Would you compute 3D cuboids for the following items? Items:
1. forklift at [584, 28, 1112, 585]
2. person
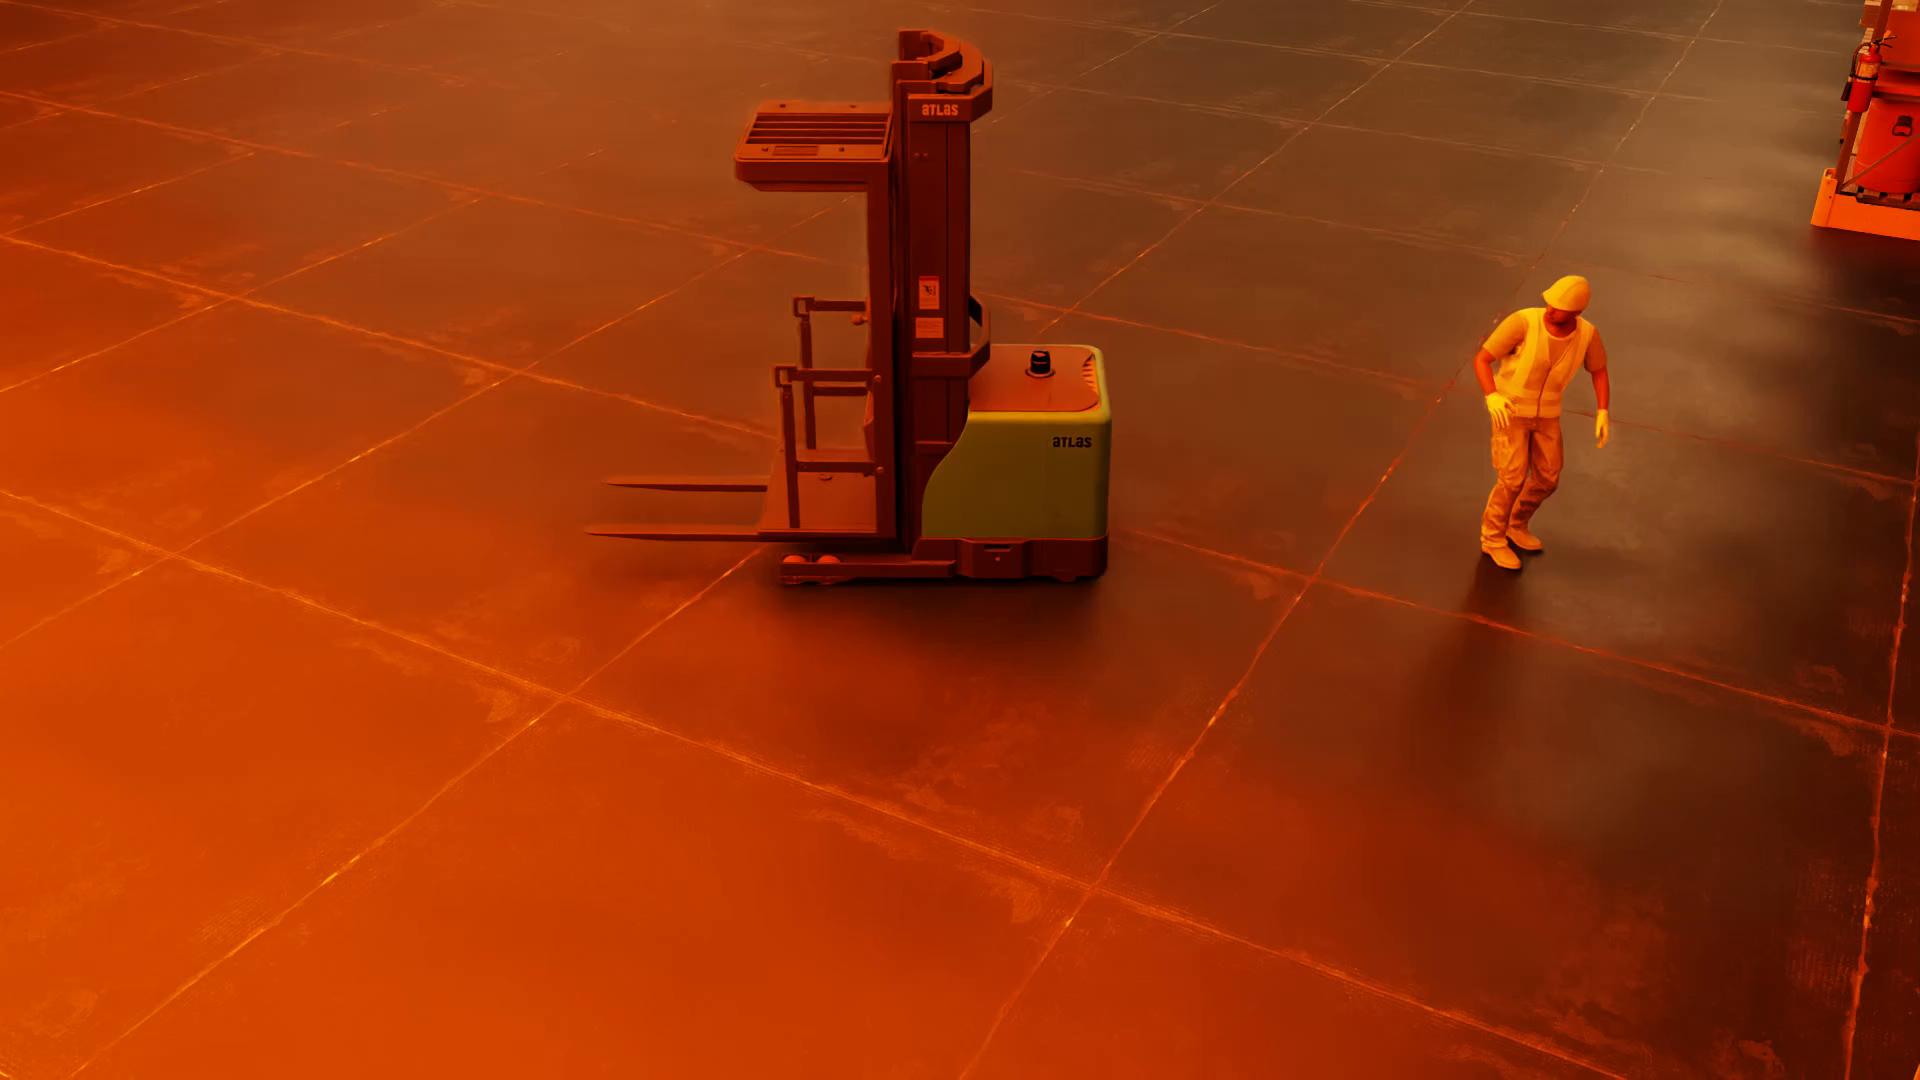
[{"bbox_3d":[-0.660,-1.275,9.280,3.031,2.935,1.130,0,30,1],"label":"forklift"},{"bbox_3d":[3.314,-0.696,9.491,0.776,1.732,0.524,-6,31,-10],"label":"person"}]
